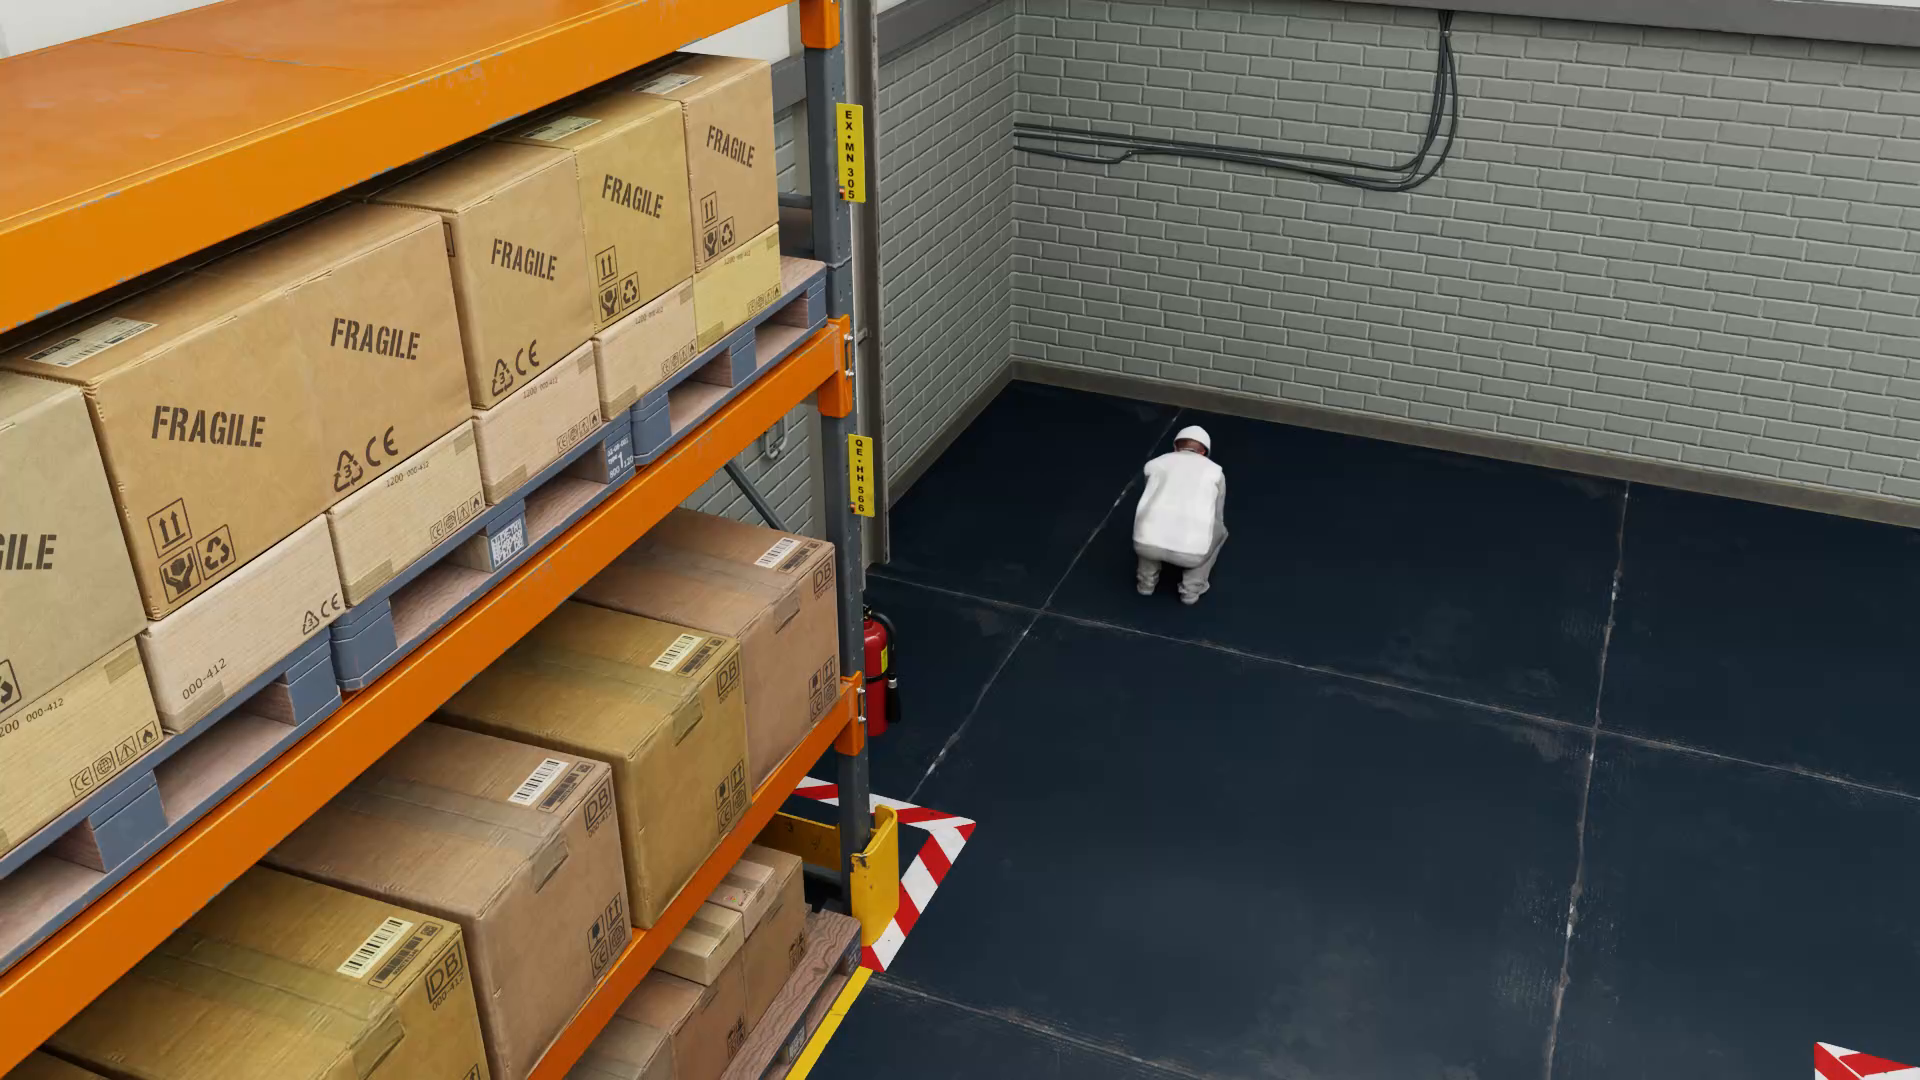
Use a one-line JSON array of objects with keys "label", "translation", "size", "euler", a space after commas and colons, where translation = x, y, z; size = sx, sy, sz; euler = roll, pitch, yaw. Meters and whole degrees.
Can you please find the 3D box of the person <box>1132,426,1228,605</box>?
[{"label": "person", "translation": [1.286, -0.110, 9.648], "size": [0.527, 0.860, 0.953], "euler": [11, 31, 19]}]
